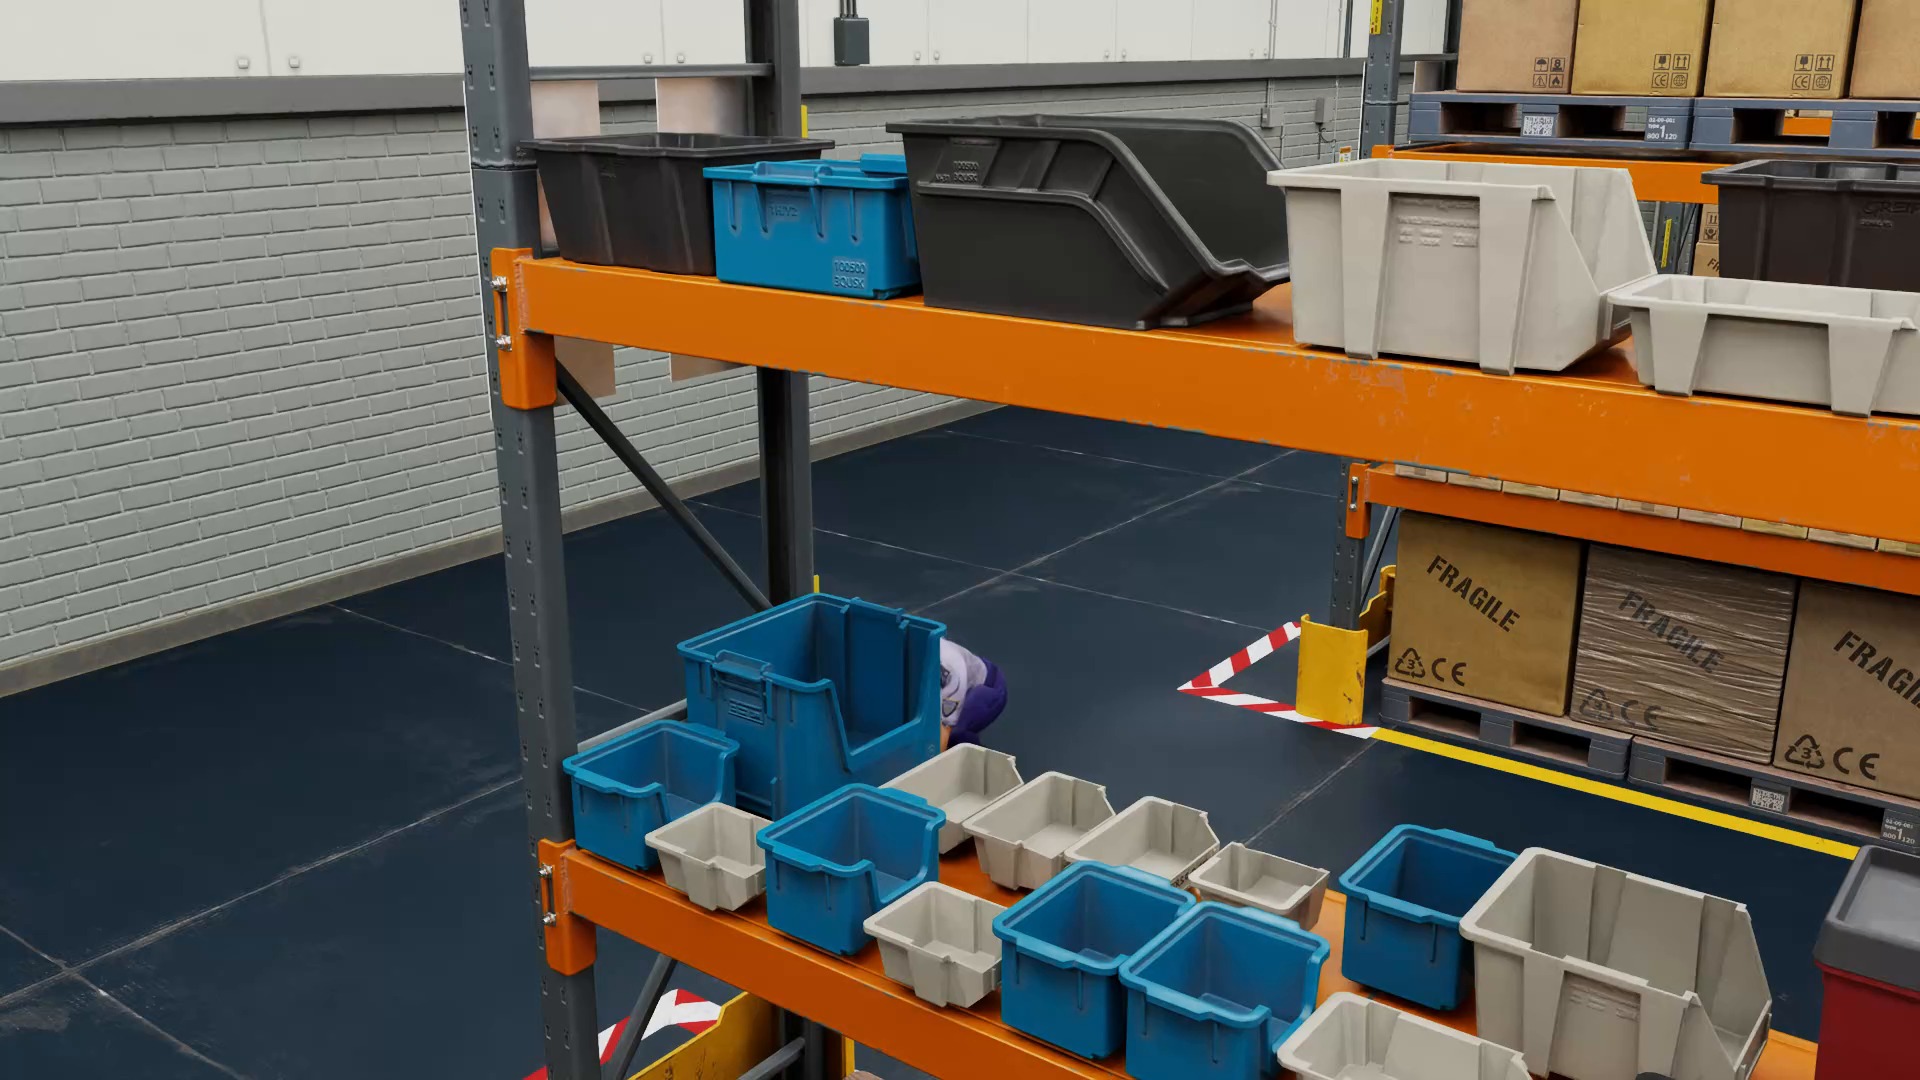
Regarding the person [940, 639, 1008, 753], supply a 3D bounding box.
[{"bbox_3d":[-0.144,0.765,7.578,0.515,0.788,0.738,12,20,35],"label":"person"}]
